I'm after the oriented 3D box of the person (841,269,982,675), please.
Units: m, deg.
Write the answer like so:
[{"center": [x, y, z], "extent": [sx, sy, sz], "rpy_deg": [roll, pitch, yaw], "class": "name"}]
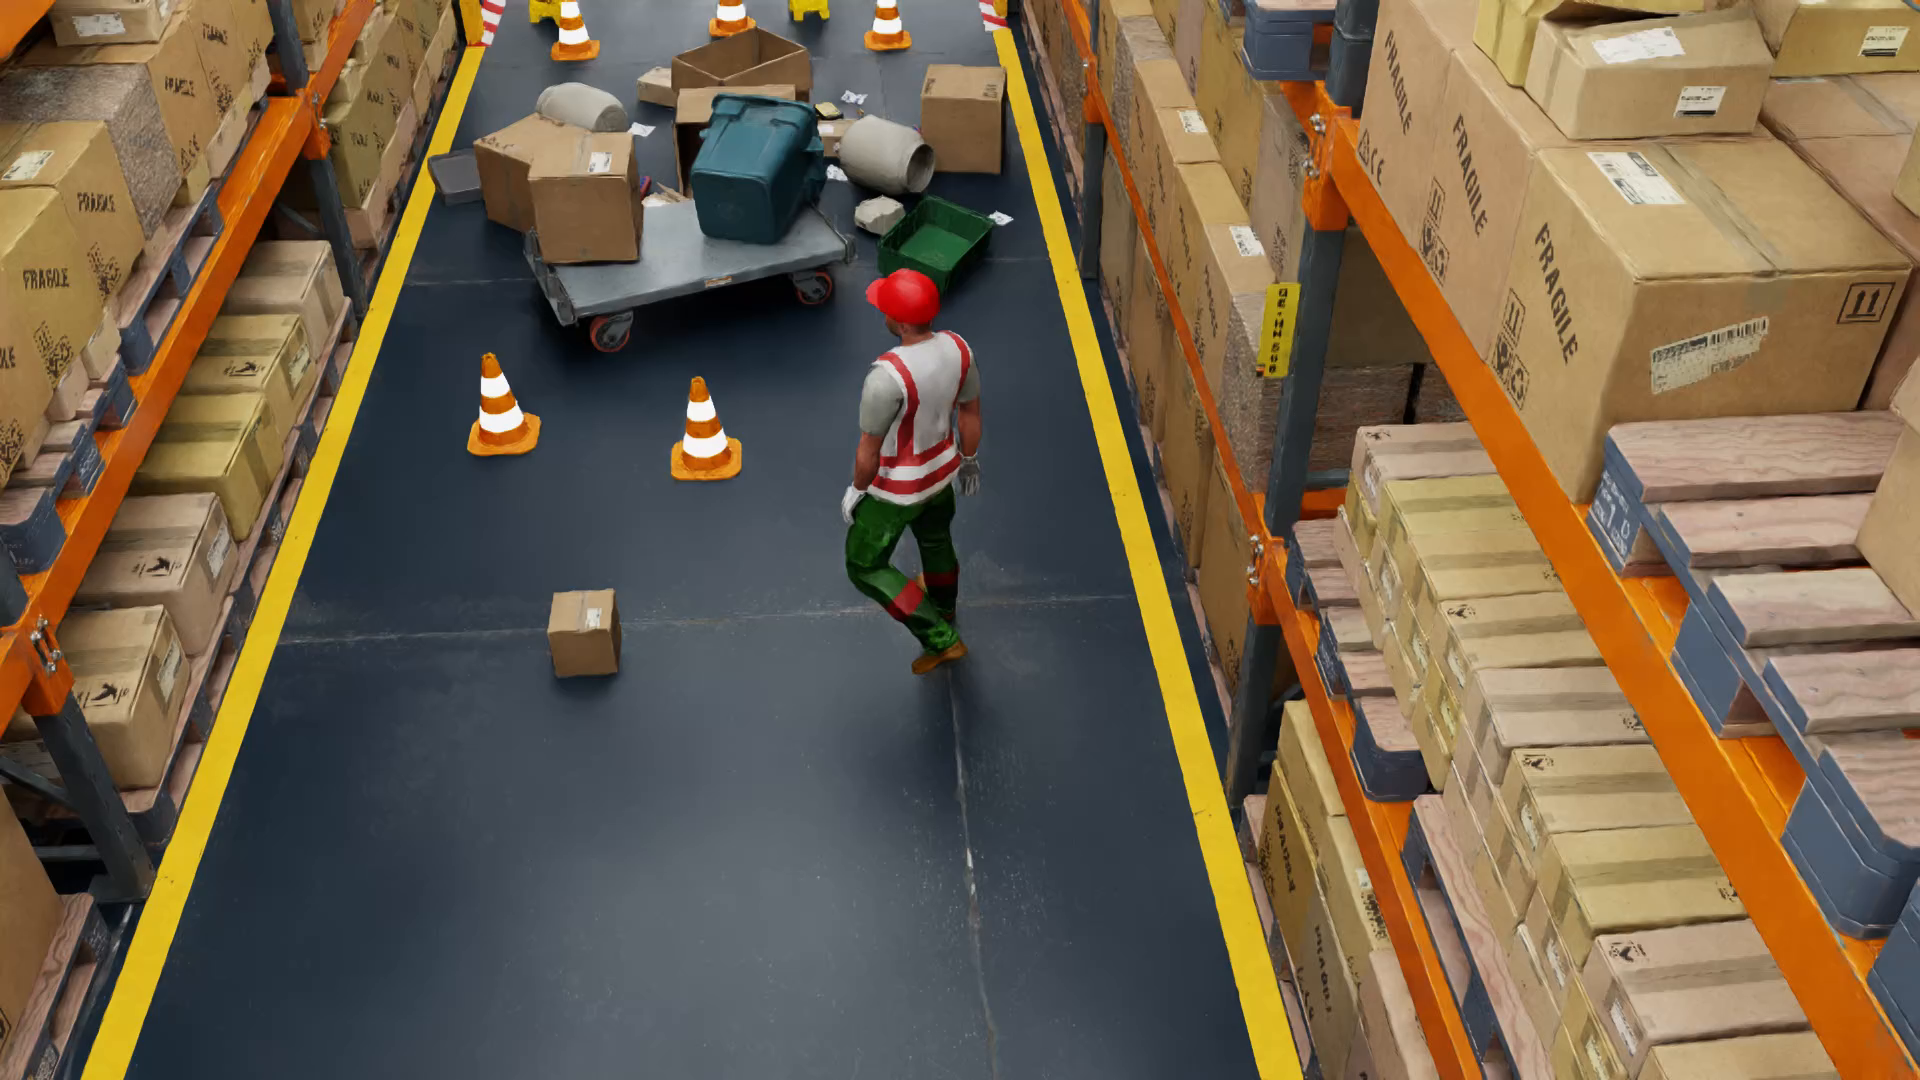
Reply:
[{"center": [-0.148, -0.249, 6.418], "extent": [0.593, 1.782, 0.654], "rpy_deg": [28, 47, 31], "class": "person"}]
